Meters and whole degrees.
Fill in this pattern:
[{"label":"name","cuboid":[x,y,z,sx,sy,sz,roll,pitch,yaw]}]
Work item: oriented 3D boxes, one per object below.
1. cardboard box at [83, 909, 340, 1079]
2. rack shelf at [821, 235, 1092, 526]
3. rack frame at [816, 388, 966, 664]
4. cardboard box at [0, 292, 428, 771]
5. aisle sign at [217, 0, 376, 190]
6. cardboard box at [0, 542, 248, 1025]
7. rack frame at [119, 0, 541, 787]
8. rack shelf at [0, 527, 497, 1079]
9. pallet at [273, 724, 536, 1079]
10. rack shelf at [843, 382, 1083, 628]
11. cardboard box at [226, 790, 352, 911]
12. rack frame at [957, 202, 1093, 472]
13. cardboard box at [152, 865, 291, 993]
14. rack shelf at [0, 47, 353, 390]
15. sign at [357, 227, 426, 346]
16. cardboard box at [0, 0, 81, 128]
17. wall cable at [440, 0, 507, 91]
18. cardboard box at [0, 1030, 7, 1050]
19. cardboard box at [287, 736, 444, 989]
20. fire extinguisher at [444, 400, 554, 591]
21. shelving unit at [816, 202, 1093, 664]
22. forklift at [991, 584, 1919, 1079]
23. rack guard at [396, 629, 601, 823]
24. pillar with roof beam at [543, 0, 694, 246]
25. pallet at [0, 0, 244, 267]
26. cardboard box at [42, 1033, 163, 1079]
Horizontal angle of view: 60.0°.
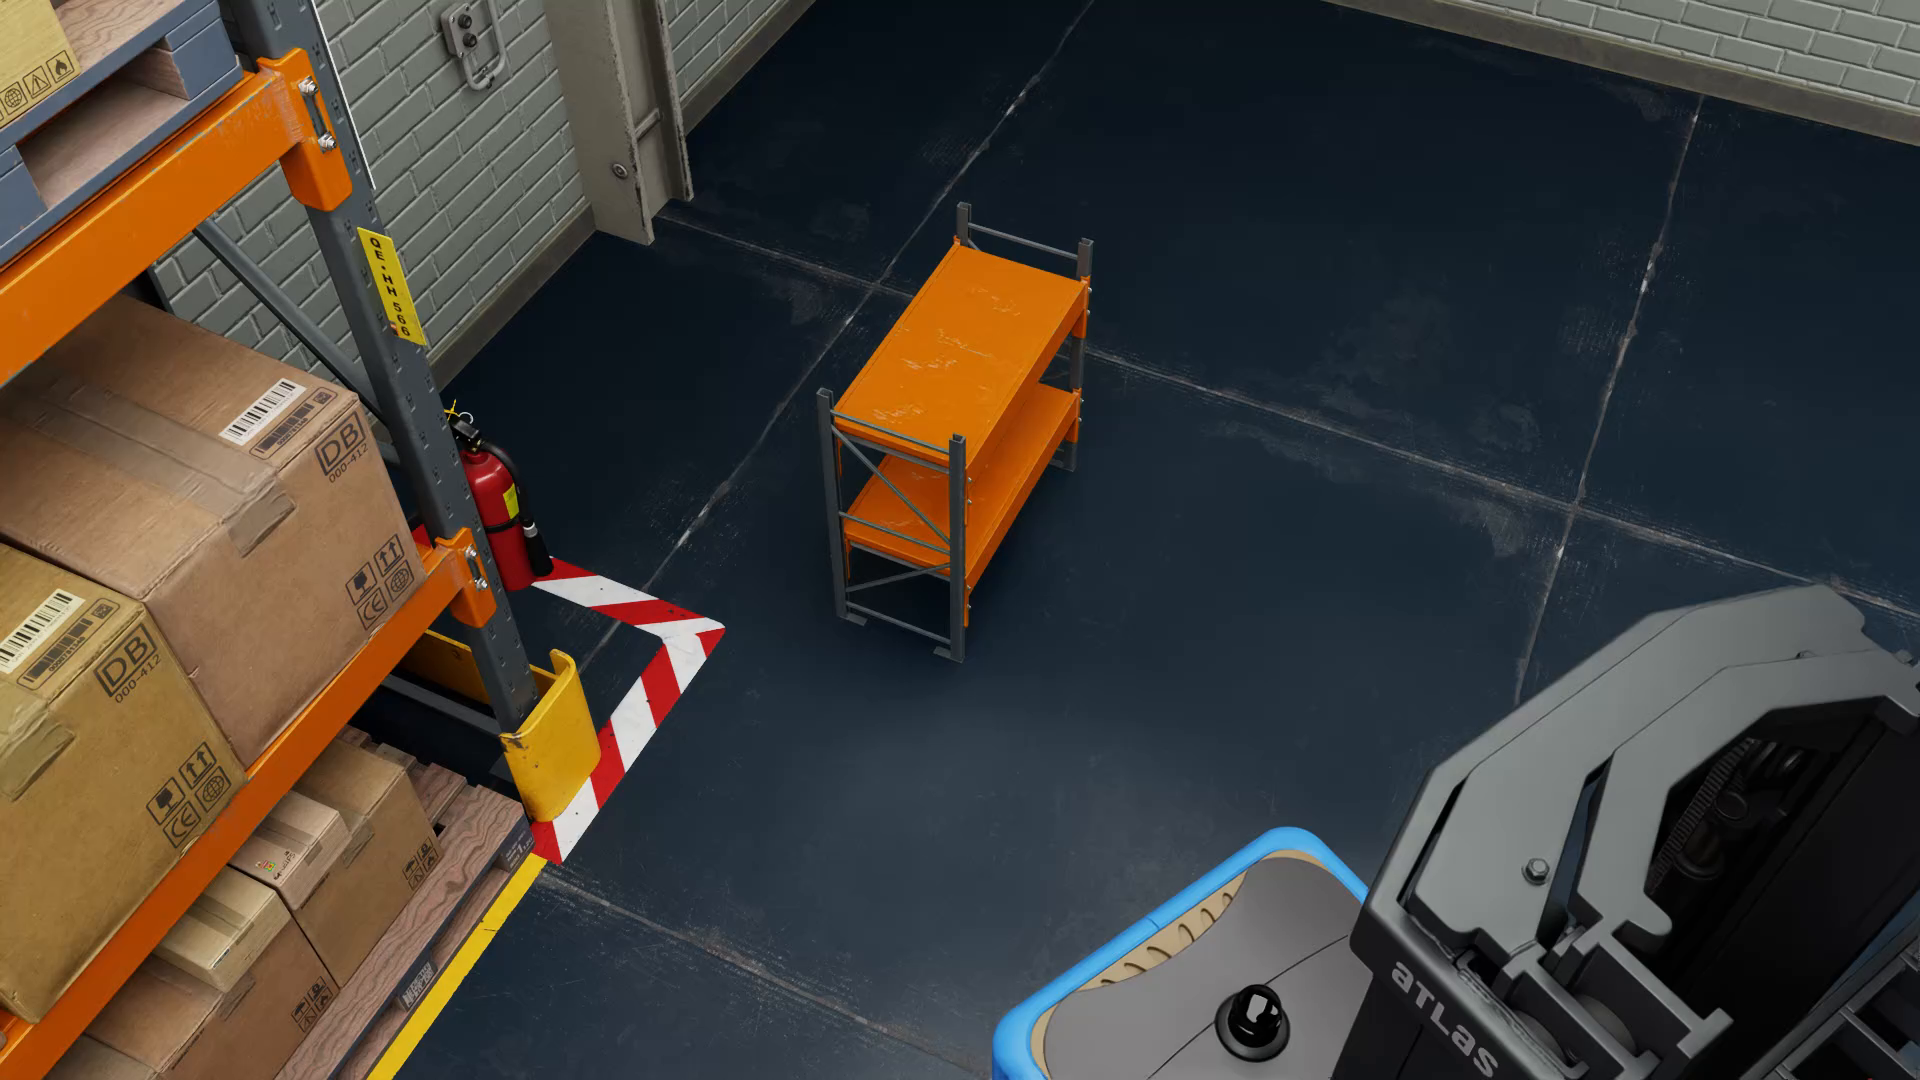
[{"label":"cardboard box","cuboid":[-2.227,1.214,4.613,0.700,0.500,0.500,20,52,16]},{"label":"rack shelf","cuboid":[0.003,-0.559,5.603,0.538,0.278,1.000,20,52,16]},{"label":"rack frame","cuboid":[-0.214,-0.019,5.528,0.500,1.125,0.032,20,52,16]},{"label":"cardboard box","cuboid":[-2.014,-0.062,4.136,0.980,0.700,0.700,22,53,18]},{"label":"aisle sign","cuboid":[-1.503,-1.114,3.521,0.394,0.787,0.004,20,52,16]},{"label":"cardboard box","cuboid":[-2.314,0.442,3.707,0.980,0.700,0.700,19,52,16]},{"label":"rack frame","cuboid":[-1.805,-0.319,4.552,1.000,3.000,0.127,20,52,16]},{"label":"rack shelf","cuboid":[-2.659,1.291,3.654,1.077,0.370,4.000,20,52,16]},{"label":"pallet","cuboid":[-2.076,1.160,5.124,1.003,0.211,1.213,20,52,16]},{"label":"rack shelf","cuboid":[0.003,-0.211,6.012,0.538,0.278,1.000,20,52,16]},{"label":"cardboard box","cuboid":[-1.904,0.807,4.534,0.380,0.149,0.250,19,52,16]},{"label":"rack frame","cuboid":[0.220,-0.719,6.123,0.500,1.125,0.032,20,52,16]},{"label":"cardboard box","cuboid":[-2.012,0.983,4.384,0.380,0.149,0.250,21,53,17]},{"label":"rack shelf","cuboid":[-2.659,0.319,2.512,1.077,0.370,4.000,20,52,16]},{"label":"sign","cuboid":[-1.320,-0.585,3.863,0.100,0.325,0.005,20,52,16]},{"label":"cardboard box","cuboid":[-1.878,-0.821,2.766,0.500,0.250,0.500,21,53,17]},{"label":"wall cable","cuboid":[-2.113,-1.838,5.177,0.084,1.984,1.851,20,52,16]},{"label":"cardboard box","cuboid":[-2.648,0.964,3.263,0.980,0.700,0.700,18,52,14]},{"label":"cardboard box","cuboid":[-2.013,0.869,4.906,0.700,0.500,0.500,20,52,16]},{"label":"fire extinguisher","cuboid":[-1.323,-0.127,4.684,0.296,0.674,0.183,20,52,16]},{"label":"shelving unit","cuboid":[0.003,-0.369,5.826,0.538,1.125,1.048,20,52,16]},{"label":"forklift","cuboid":[1.332,1.578,2.983,1.130,2.935,3.031,-29,55,-22]},{"label":"rack guard","cuboid":[-1.795,0.474,5.518,1.175,0.500,0.348,20,52,16]},{"label":"pillar with roof beam","cuboid":[2.459,-3.003,2.897,9.100,9.000,0.400,20,52,16]},{"label":"pallet","cuboid":[-2.112,-0.749,3.006,1.003,0.211,1.213,20,52,16]},{"label":"cardboard box","cuboid":[-2.441,1.560,4.318,0.700,0.500,0.500,18,52,15]}]
